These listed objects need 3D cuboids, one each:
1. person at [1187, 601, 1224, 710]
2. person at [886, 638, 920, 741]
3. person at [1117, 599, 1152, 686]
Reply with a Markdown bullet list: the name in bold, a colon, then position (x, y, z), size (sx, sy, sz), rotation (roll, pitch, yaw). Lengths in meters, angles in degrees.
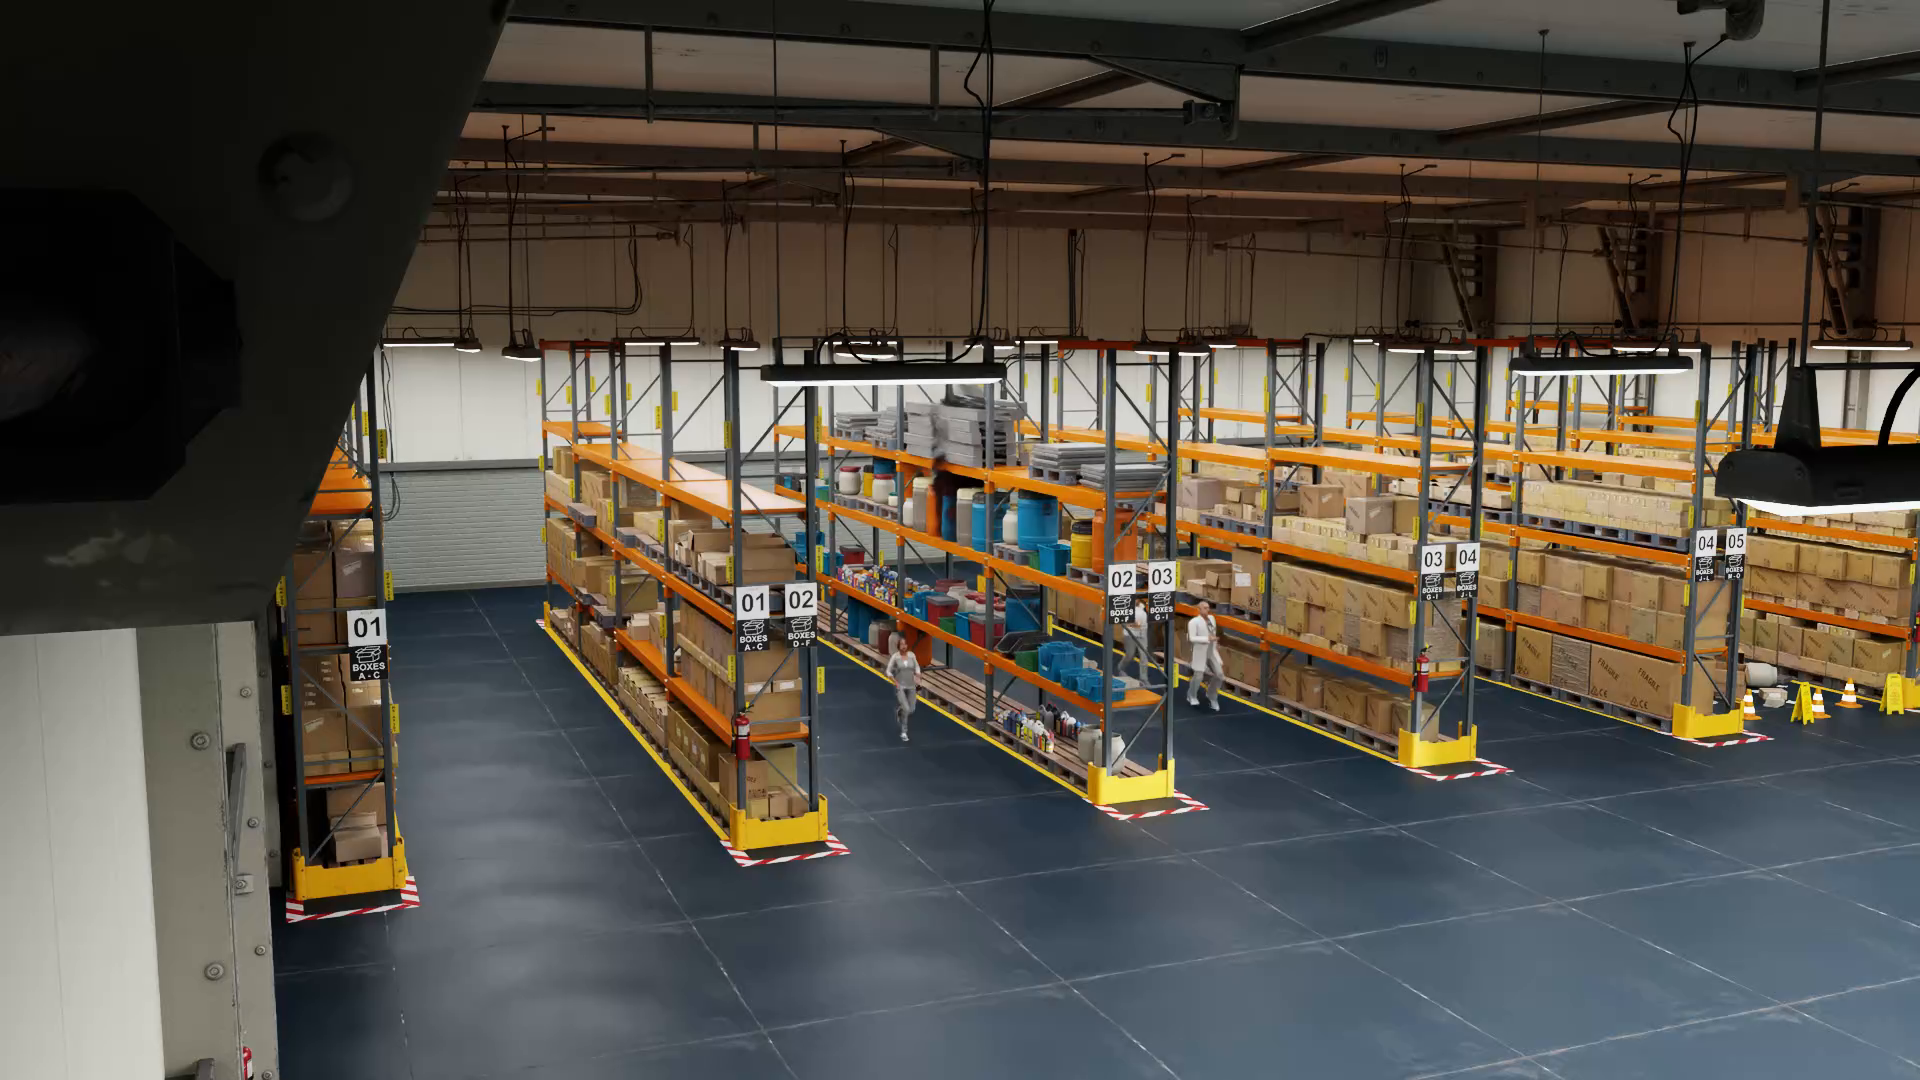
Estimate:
- **person**: position (4.031, 1.912, 27.335), size (0.689, 1.826, 0.799), rotation (-3, 8, -25)
- **person**: position (-0.871, 2.261, 25.508), size (0.542, 1.570, 0.549), rotation (-2, 8, -18)
- **person**: position (3.080, 1.698, 29.159), size (0.612, 1.653, 0.874), rotation (-4, 8, -26)
